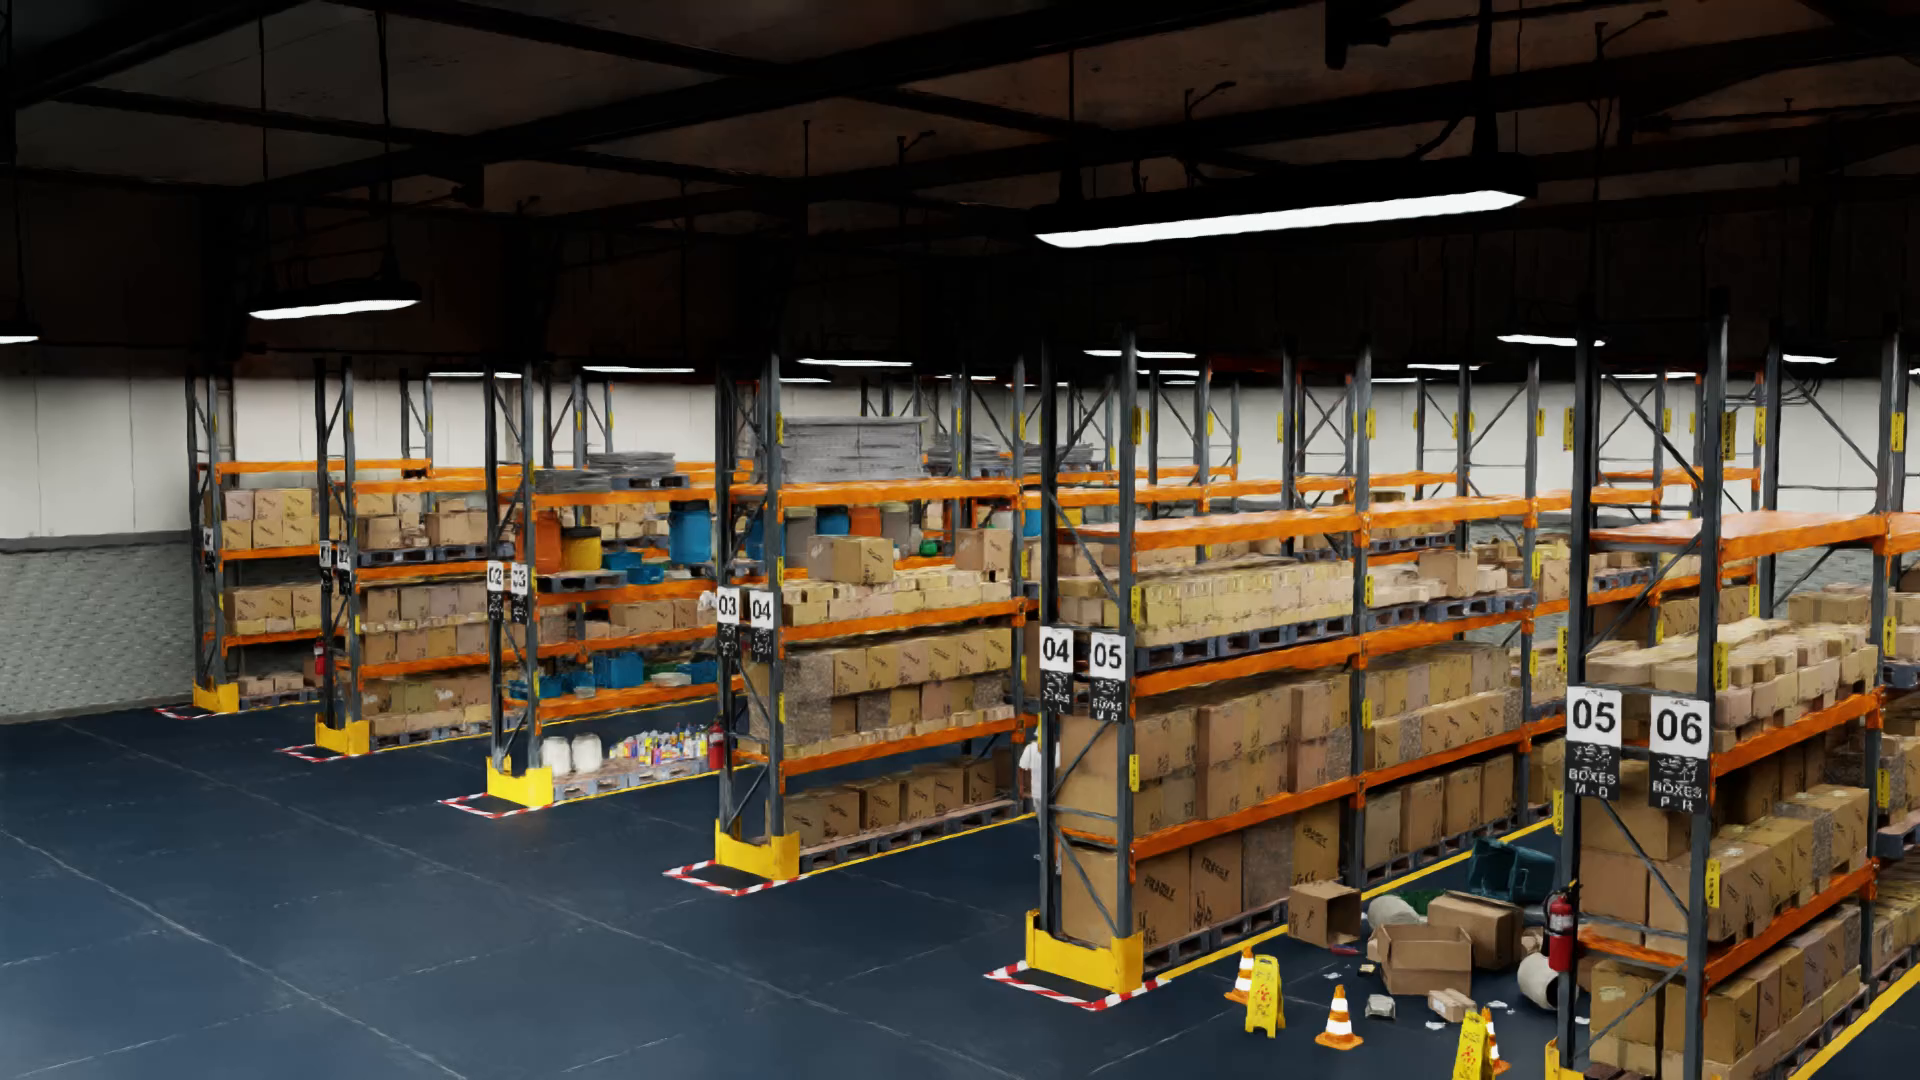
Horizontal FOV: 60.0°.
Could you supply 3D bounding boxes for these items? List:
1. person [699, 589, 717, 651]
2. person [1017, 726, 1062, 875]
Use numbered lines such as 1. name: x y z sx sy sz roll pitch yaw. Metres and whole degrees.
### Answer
1. person: -5.164 1.670 34.186 0.467 1.755 0.577 2 5 19
2. person: 1.017 2.871 18.801 0.708 1.703 0.842 2 5 27
